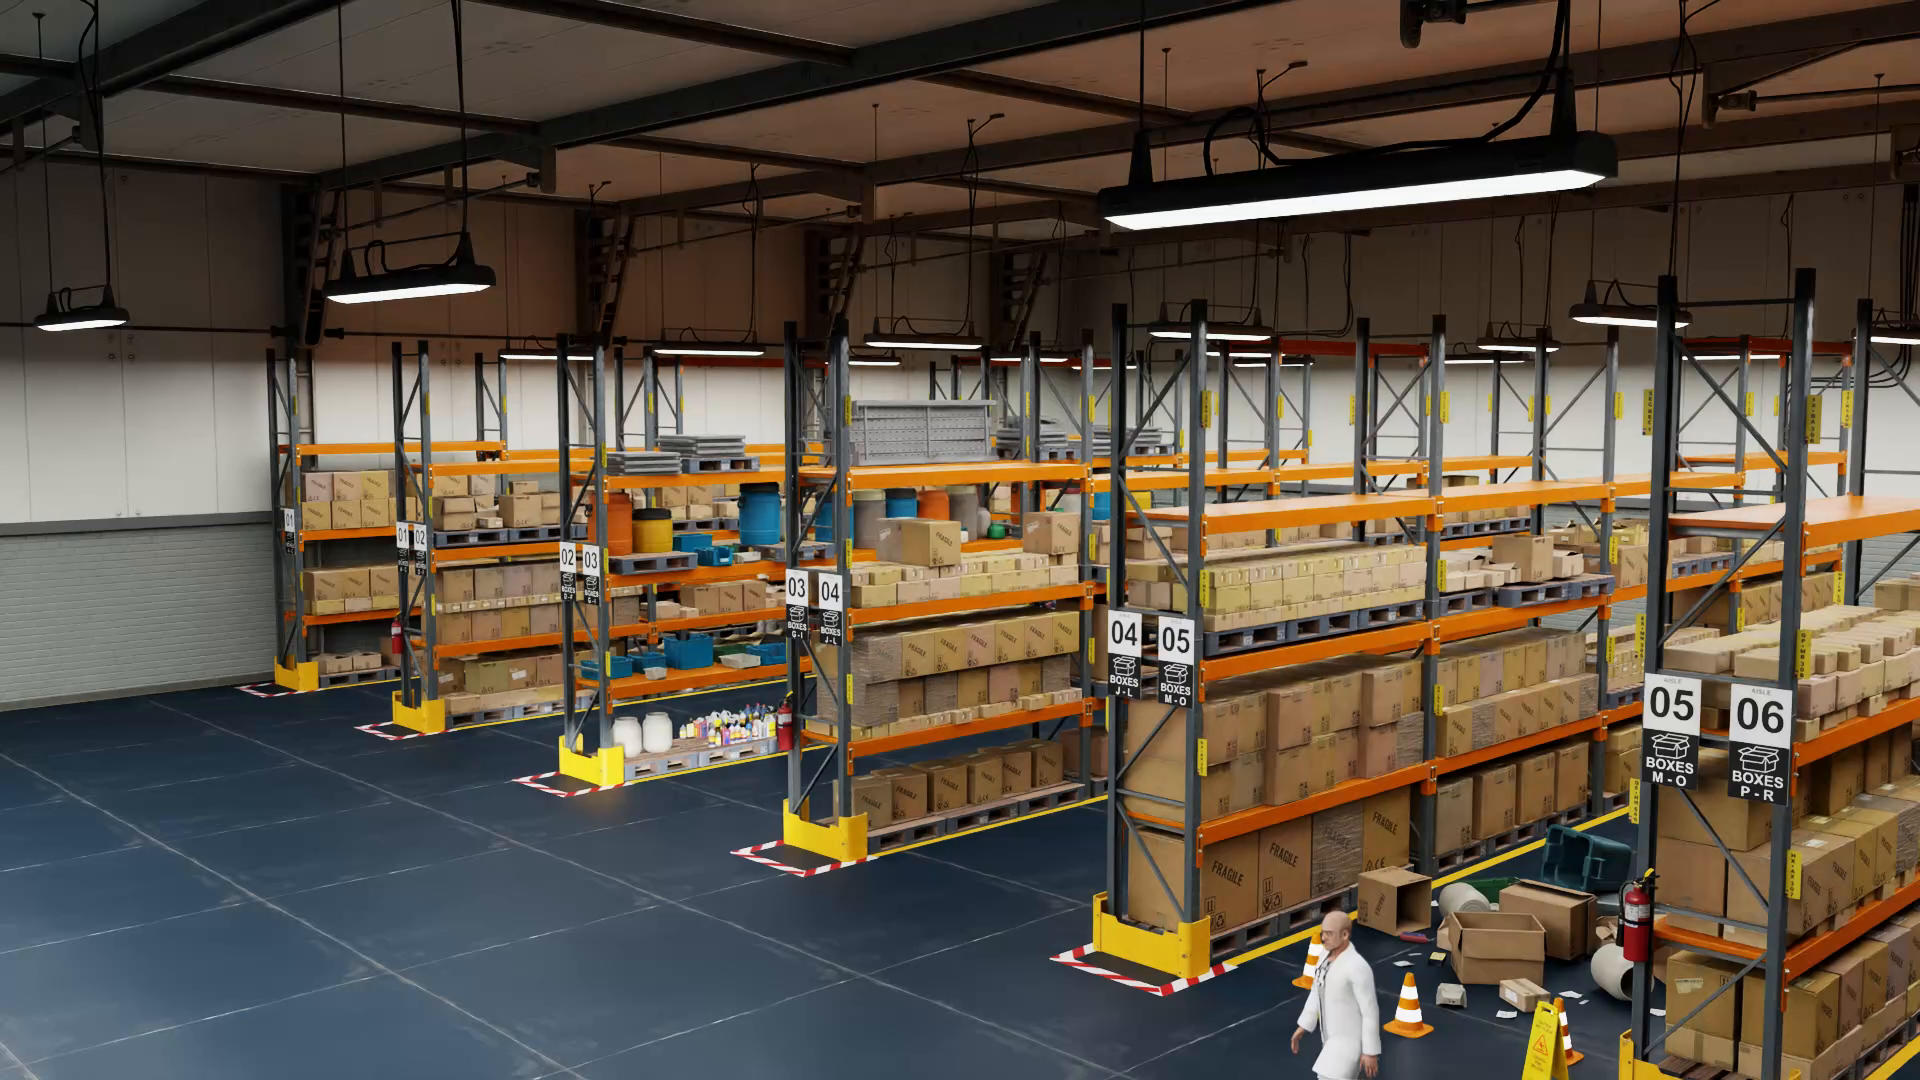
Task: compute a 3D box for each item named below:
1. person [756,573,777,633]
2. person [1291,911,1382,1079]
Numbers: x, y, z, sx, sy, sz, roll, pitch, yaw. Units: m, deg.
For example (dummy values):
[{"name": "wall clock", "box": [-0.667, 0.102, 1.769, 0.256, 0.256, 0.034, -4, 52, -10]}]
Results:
[{"name": "person", "box": [-3.725, 1.477, 32.651, 0.631, 1.749, 0.676, 4, 7, 40]}, {"name": "person", "box": [2.467, 3.320, 11.025, 1.067, 1.734, 0.607, -1, 5, -8]}]
